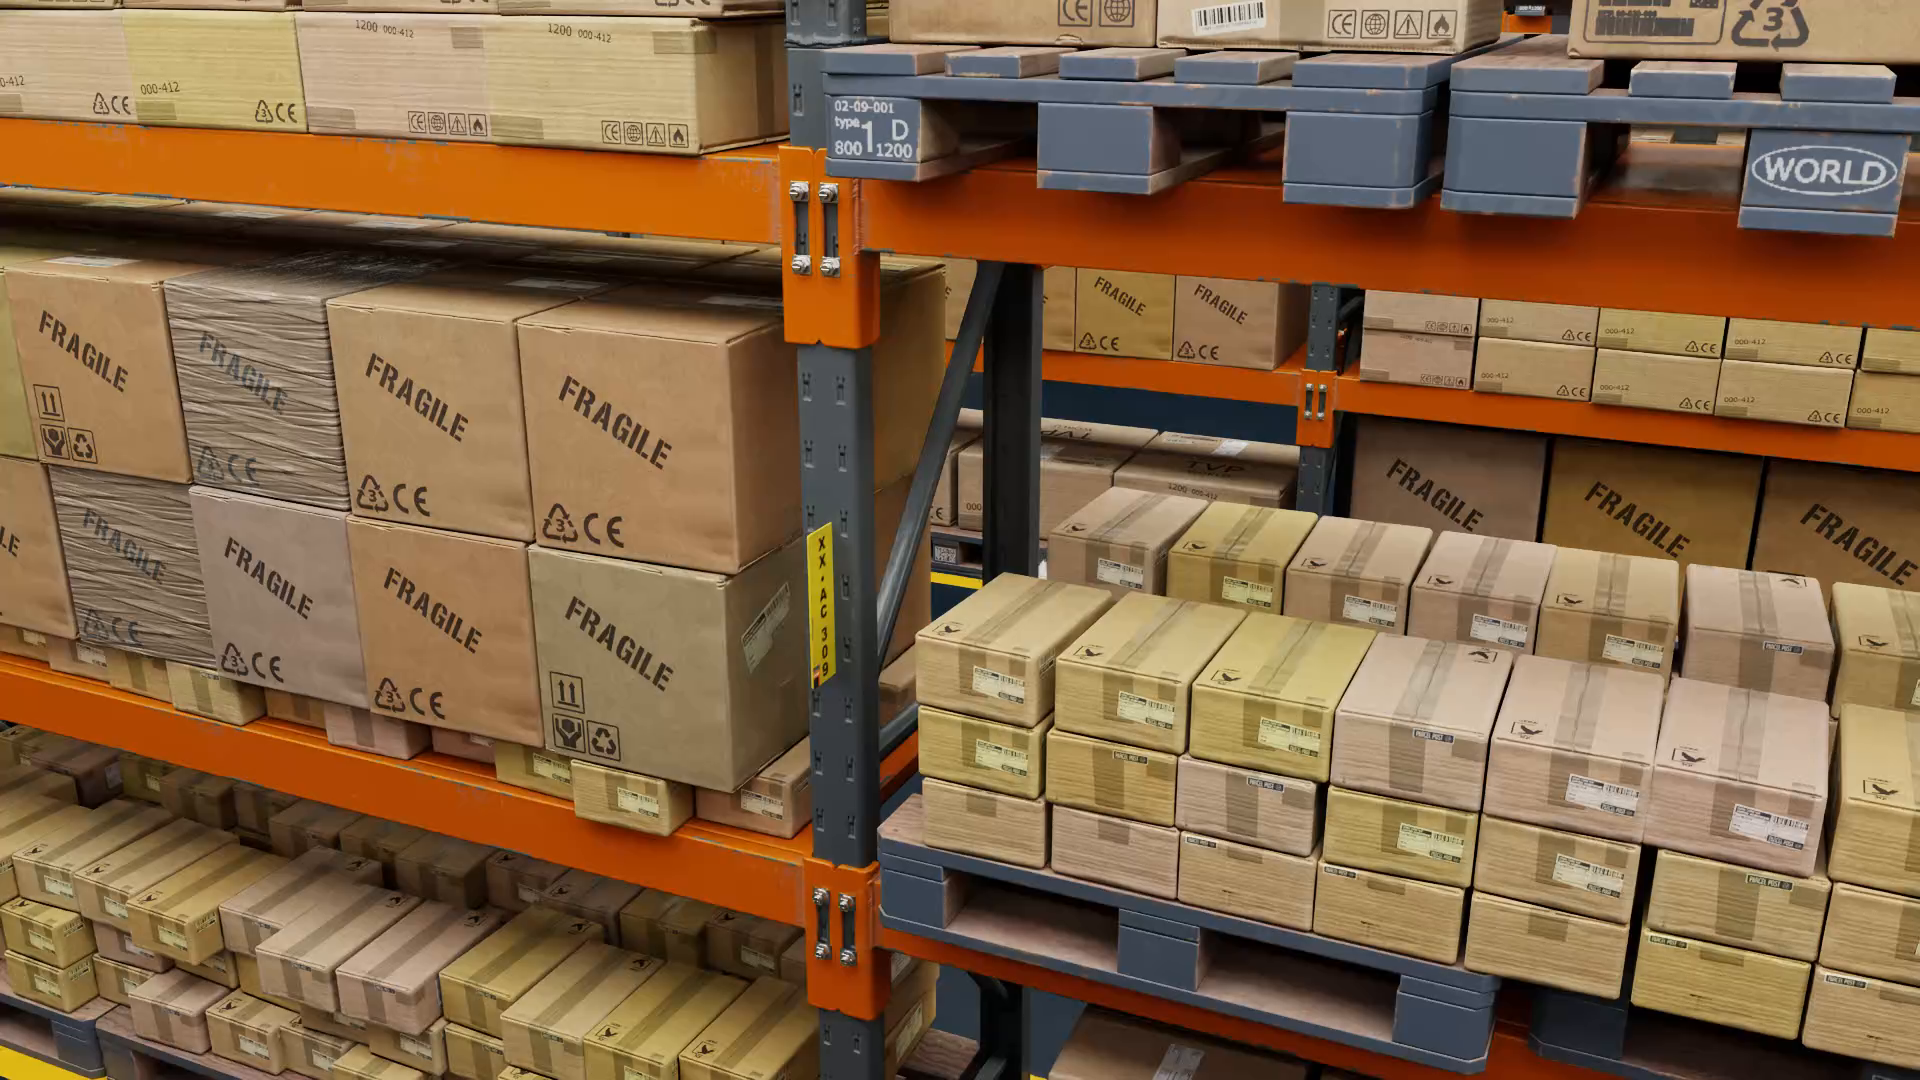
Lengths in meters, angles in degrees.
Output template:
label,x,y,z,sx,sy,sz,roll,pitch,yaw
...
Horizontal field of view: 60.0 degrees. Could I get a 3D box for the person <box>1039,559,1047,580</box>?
label,x,y,z,sx,sy,sz,roll,pitch,yaw
person,0.668,0.524,6.718,0.882,0.904,0.458,7,20,20
